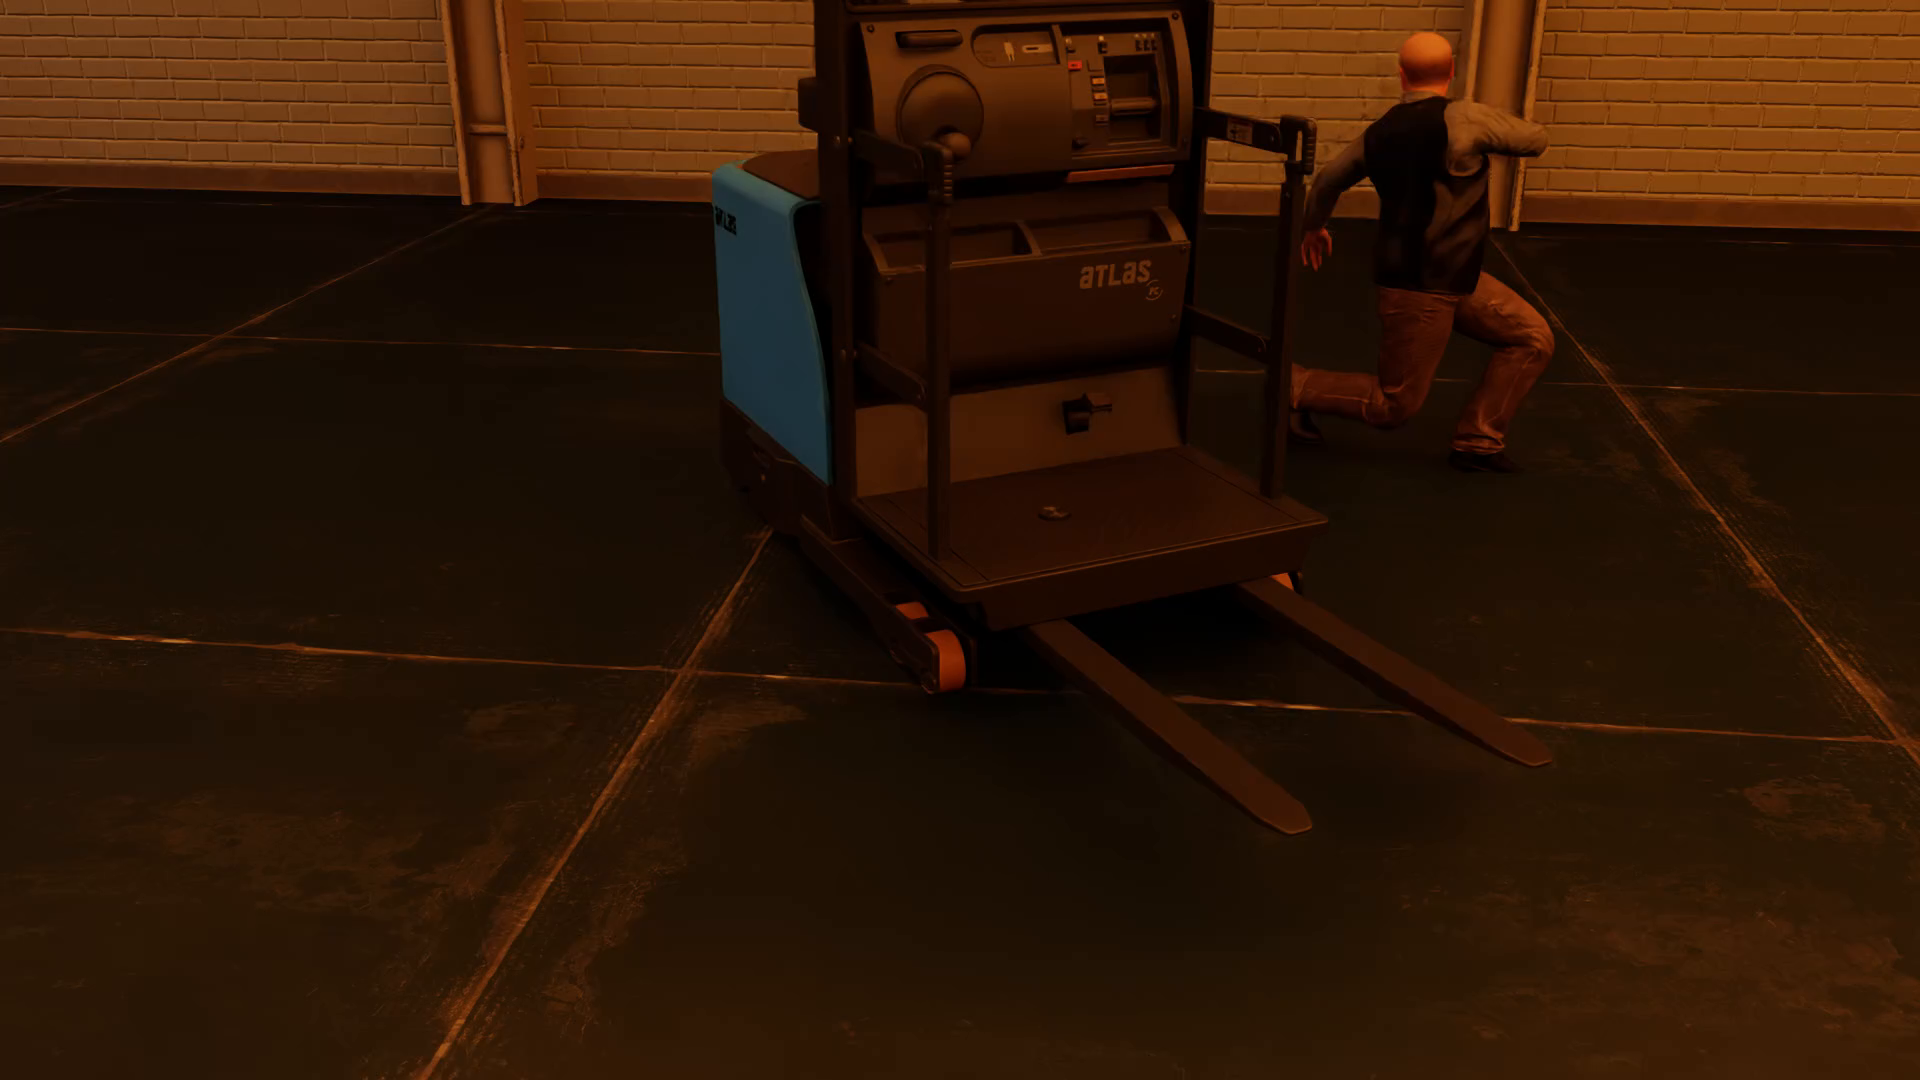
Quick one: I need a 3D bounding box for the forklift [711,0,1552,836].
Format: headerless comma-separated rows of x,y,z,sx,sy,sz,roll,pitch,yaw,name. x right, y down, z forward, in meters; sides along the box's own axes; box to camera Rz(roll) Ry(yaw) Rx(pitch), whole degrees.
0.280,-1.153,4.118,1.130,2.935,3.031,-10,24,-23,forklift

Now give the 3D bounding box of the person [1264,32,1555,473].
1.562,-0.968,5.718,0.956,1.494,0.730,4,22,10,person
